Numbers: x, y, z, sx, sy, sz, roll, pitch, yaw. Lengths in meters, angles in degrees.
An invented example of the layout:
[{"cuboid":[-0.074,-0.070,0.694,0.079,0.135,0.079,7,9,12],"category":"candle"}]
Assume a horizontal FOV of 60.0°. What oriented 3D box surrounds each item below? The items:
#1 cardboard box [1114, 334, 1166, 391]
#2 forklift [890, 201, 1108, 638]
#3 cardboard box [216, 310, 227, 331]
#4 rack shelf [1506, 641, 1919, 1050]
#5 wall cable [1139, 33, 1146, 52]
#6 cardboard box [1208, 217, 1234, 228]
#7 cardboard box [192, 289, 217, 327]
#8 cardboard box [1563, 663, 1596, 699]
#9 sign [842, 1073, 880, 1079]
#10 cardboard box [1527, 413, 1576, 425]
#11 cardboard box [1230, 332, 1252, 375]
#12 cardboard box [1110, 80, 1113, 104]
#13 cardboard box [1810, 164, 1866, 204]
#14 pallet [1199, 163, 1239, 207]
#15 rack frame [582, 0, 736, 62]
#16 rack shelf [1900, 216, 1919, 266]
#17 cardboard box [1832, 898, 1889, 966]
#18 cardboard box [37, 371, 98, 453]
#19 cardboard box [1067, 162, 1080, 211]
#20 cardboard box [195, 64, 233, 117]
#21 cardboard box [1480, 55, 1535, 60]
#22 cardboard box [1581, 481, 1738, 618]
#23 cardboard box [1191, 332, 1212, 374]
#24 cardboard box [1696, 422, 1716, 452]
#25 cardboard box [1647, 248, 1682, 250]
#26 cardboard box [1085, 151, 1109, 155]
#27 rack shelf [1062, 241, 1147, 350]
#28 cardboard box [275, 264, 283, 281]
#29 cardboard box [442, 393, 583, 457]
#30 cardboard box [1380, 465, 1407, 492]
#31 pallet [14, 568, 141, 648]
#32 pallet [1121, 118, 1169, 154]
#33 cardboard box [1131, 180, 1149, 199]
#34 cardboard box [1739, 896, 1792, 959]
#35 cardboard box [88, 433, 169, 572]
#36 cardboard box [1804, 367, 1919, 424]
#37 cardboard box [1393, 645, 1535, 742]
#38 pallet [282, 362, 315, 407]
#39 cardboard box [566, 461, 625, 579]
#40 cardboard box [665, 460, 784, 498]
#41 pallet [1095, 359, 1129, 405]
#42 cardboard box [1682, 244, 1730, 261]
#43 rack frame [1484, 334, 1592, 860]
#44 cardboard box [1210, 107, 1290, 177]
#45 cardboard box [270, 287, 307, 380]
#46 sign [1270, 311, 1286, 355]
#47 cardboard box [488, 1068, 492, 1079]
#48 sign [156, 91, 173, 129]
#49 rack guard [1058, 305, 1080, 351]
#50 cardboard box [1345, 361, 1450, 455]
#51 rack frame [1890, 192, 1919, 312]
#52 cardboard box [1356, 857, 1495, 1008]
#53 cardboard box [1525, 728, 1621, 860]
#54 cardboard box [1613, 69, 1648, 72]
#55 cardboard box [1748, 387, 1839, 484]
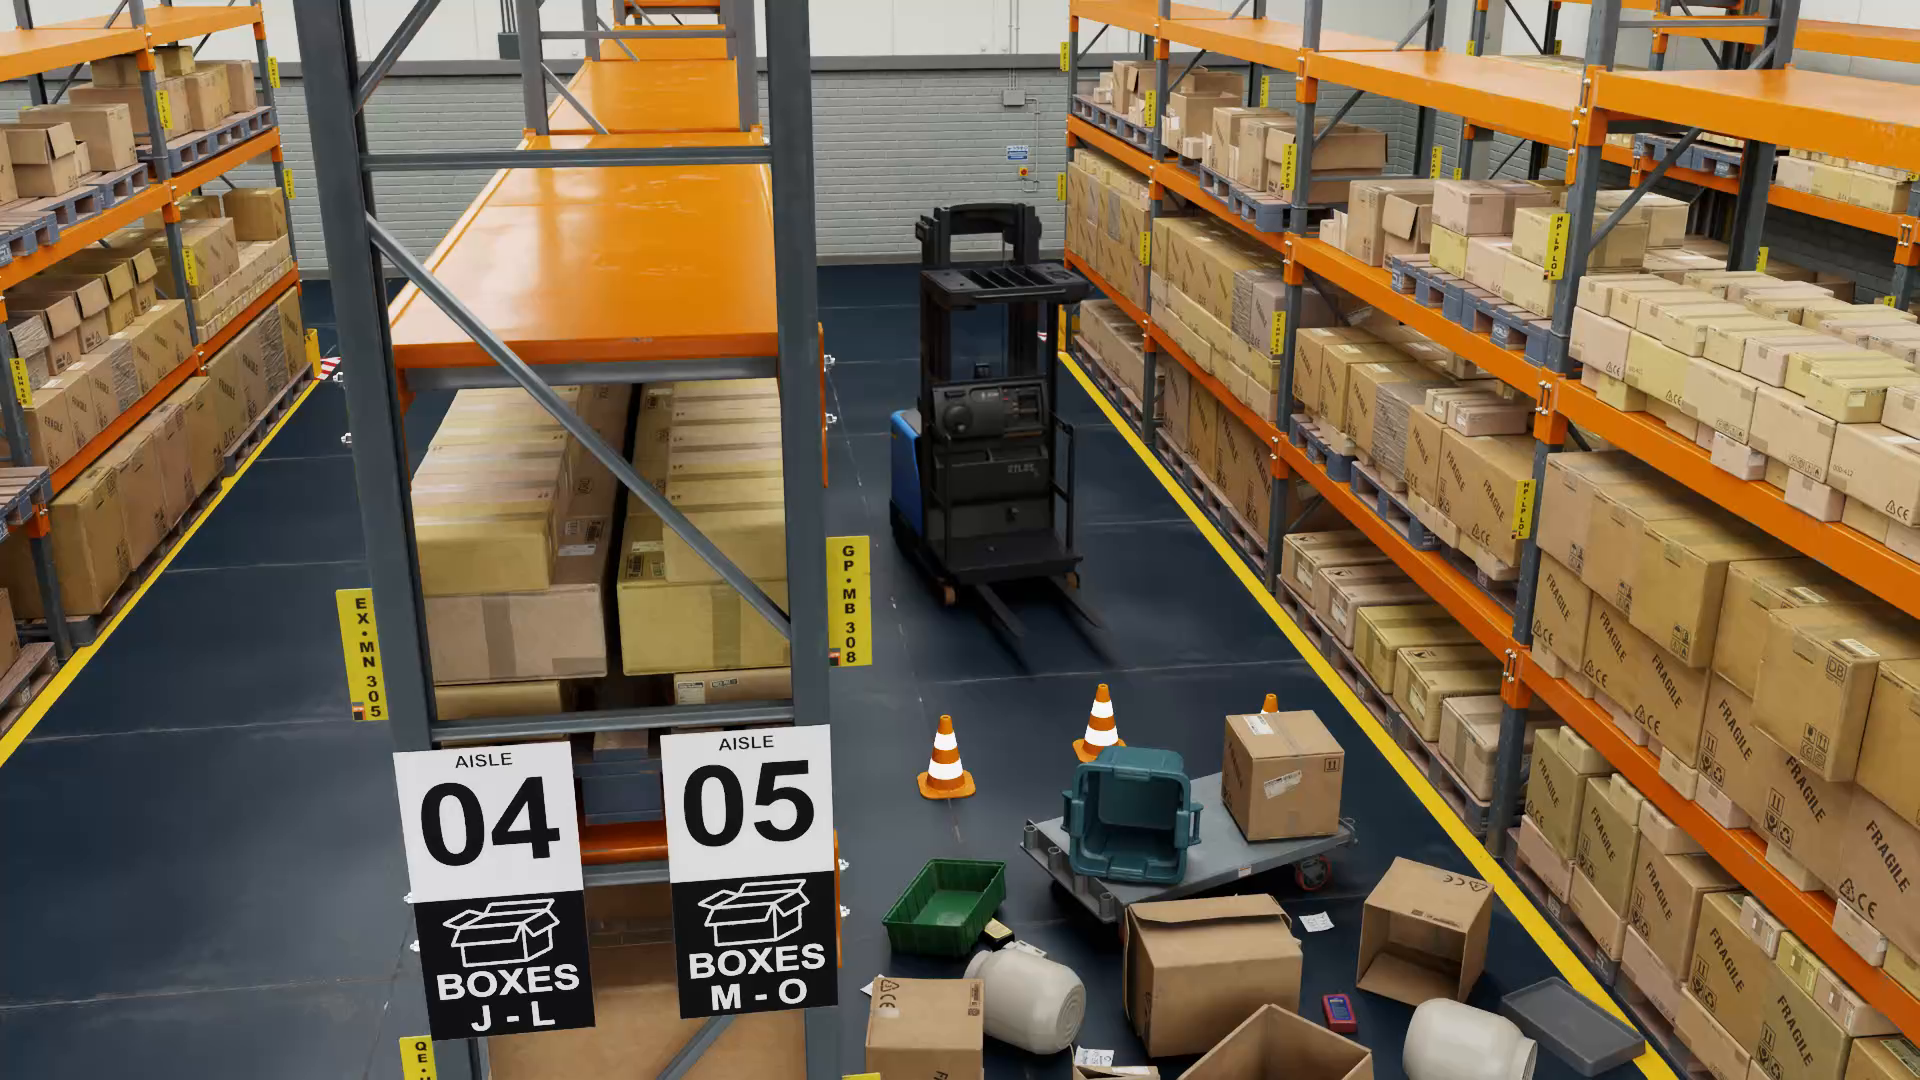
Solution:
[{"cuboid":[2.231,-1.945,18.200,0.875,0.438,0.875,-4,21,-9],"category":"cardboard box"},{"cuboid":[0.304,-1.016,12.747,1.130,2.935,3.031,-6,21,-16],"category":"forklift"},{"cuboid":[-7.252,-2.100,15.911,0.380,0.149,0.250,-2,21,-6],"category":"cardboard box"},{"cuboid":[3.786,1.383,7.254,1.077,0.370,4.000,-3,21,-8],"category":"rack shelf"},{"cuboid":[4.176,-8.749,24.726,2.988,3.039,0.133,-3,21,-8],"category":"wall cable"},{"cuboid":[2.658,-2.789,15.826,0.500,0.500,0.500,-2,21,-6],"category":"cardboard box"},{"cuboid":[-7.270,-2.161,15.505,0.500,0.250,0.500,-3,21,-9],"category":"cardboard box"},{"cuboid":[3.314,0.681,8.464,0.380,0.149,0.250,-2,21,-6],"category":"cardboard box"},{"cuboid":[-0.259,1.555,4.416,0.100,0.325,0.005,-3,21,-8],"category":"sign"},{"cuboid":[3.584,-0.551,10.237,0.500,0.500,0.500,-3,21,-8],"category":"cardboard box"},{"cuboid":[2.522,-1.528,13.519,0.500,0.250,0.500,-3,21,-9],"category":"cardboard box"},{"cuboid":[1.934,-4.887,18.112,0.500,0.311,0.500,-3,21,-7],"category":"cardboard box"},{"cuboid":[7.445,-2.957,13.774,0.500,0.250,0.500,-3,21,-8],"category":"cardboard box"},{"cuboid":[2.612,-2.955,13.825,1.003,0.211,1.213,-2,21,-5],"category":"pallet"},{"cuboid":[-1.962,-3.557,10.879,1.000,3.000,0.127,-3,21,-8],"category":"rack frame"},{"cuboid":[8.121,-1.659,11.111,1.077,0.370,4.000,-3,21,-8],"category":"rack shelf"},{"cuboid":[3.580,1.478,6.331,0.380,0.149,0.250,-3,21,-7],"category":"cardboard box"},{"cuboid":[-6.763,-0.939,12.300,0.500,0.500,0.500,-3,21,-9],"category":"cardboard box"},{"cuboid":[1.555,-4.136,19.431,0.500,0.500,0.500,-3,21,-9],"category":"cardboard box"},{"cuboid":[-7.949,-4.619,17.122,0.700,0.500,0.500,-4,21,-10],"category":"cardboard box"},{"cuboid":[6.495,-5.595,19.697,0.500,0.250,0.500,-3,21,-8],"category":"cardboard box"},{"cuboid":[3.399,0.040,7.824,0.700,0.500,0.500,-3,21,-7],"category":"cardboard box"},{"cuboid":[2.344,-1.649,14.560,0.500,0.250,0.500,-3,21,-9],"category":"cardboard box"},{"cuboid":[3.452,-0.458,7.228,0.380,0.149,0.250,-4,21,-9],"category":"cardboard box"},{"cuboid":[3.736,-1.576,9.476,0.500,0.250,0.500,-3,21,-8],"category":"cardboard box"},{"cuboid":[1.654,-4.396,19.201,0.380,0.149,0.250,-2,21,-6],"category":"cardboard box"},{"cuboid":[2.056,-2.772,18.378,1.077,0.370,4.000,-3,21,-8],"category":"rack shelf"},{"cuboid":[-7.587,-2.900,18.052,0.380,0.149,0.250,-3,21,-8],"category":"cardboard box"},{"cuboid":[-1.339,-0.332,5.008,0.380,0.149,0.250,-3,21,-8],"category":"cardboard box"},{"cuboid":[2.969,-0.426,10.830,0.380,0.149,0.250,-2,21,-6],"category":"cardboard box"},{"cuboid":[-6.924,0.498,12.581,1.003,0.211,1.213,-3,21,-8],"category":"pallet"},{"cuboid":[2.237,-4.064,16.649,1.003,0.211,1.213,-3,21,-8],"category":"pallet"},{"cuboid":[1.974,-3.596,17.059,0.380,0.149,0.250,-3,21,-8],"category":"cardboard box"},{"cuboid":[3.512,1.608,6.954,0.380,0.149,0.250,-2,21,-5],"category":"cardboard box"},{"cuboid":[-7.085,-0.282,13.120,1.225,0.875,0.875,-3,21,-8],"category":"cardboard box"},{"cuboid":[3.479,-0.554,6.345,0.380,0.149,0.250,-2,21,-6],"category":"cardboard box"},{"cuboid":[3.313,0.958,10.521,0.950,0.372,0.625,-2,21,-4],"category":"cardboard box"},{"cuboid":[-7.846,-1.722,18.525,1.003,0.211,1.213,-3,21,-8],"category":"pallet"},{"cuboid":[-1.228,-0.023,4.750,0.500,0.250,0.500,-3,21,-8],"category":"cardboard box"},{"cuboid":[-0.578,-0.100,4.386,0.380,0.149,0.250,-3,21,-7],"category":"cardboard box"},{"cuboid":[2.133,-1.800,18.735,1.003,0.211,1.213,-3,21,-8],"category":"pallet"},{"cuboid":[7.179,-2.553,16.022,0.700,0.500,0.500,-3,21,-7],"category":"cardboard box"},{"cuboid":[3.498,0.354,8.982,1.000,3.000,0.127,-3,21,-8],"category":"rack frame"},{"cuboid":[2.380,-3.276,13.669,0.500,0.500,0.500,-3,21,-7],"category":"cardboard box"},{"cuboid":[-7.867,-2.285,18.484,0.875,0.875,0.875,-3,21,-8],"category":"cardboard box"},{"cuboid":[2.373,-1.545,12.410,0.100,0.325,0.005,-3,21,-8],"category":"sign"},{"cuboid":[-0.908,1.827,4.824,0.875,0.550,0.550,-3,21,-8],"category":"cardboard box"},{"cuboid":[-6.926,-3.742,14.472,0.100,0.325,0.005,-3,21,-8],"category":"sign"},{"cuboid":[1.765,-2.639,20.566,1.175,0.500,0.348,-3,21,-8],"category":"rack guard"},{"cuboid":[2.922,-0.883,11.125,0.500,0.500,0.500,-3,21,-7],"category":"cardboard box"},{"cuboid":[7.833,-1.283,13.364,1.000,3.000,0.127,-3,21,-8],"category":"rack frame"},{"cuboid":[2.306,1.963,8.242,0.500,0.500,0.500,12,24,29],"category":"cardboard box"},{"cuboid":[3.316,1.312,8.675,0.500,0.500,0.500,-2,21,-5],"category":"cardboard box"},{"cuboid":[7.303,-4.917,17.880,0.500,0.250,0.500,-3,21,-8],"category":"cardboard box"},{"cuboid":[3.508,-0.428,6.576,0.500,0.250,0.500,-3,21,-7],"category":"cardboard box"}]
